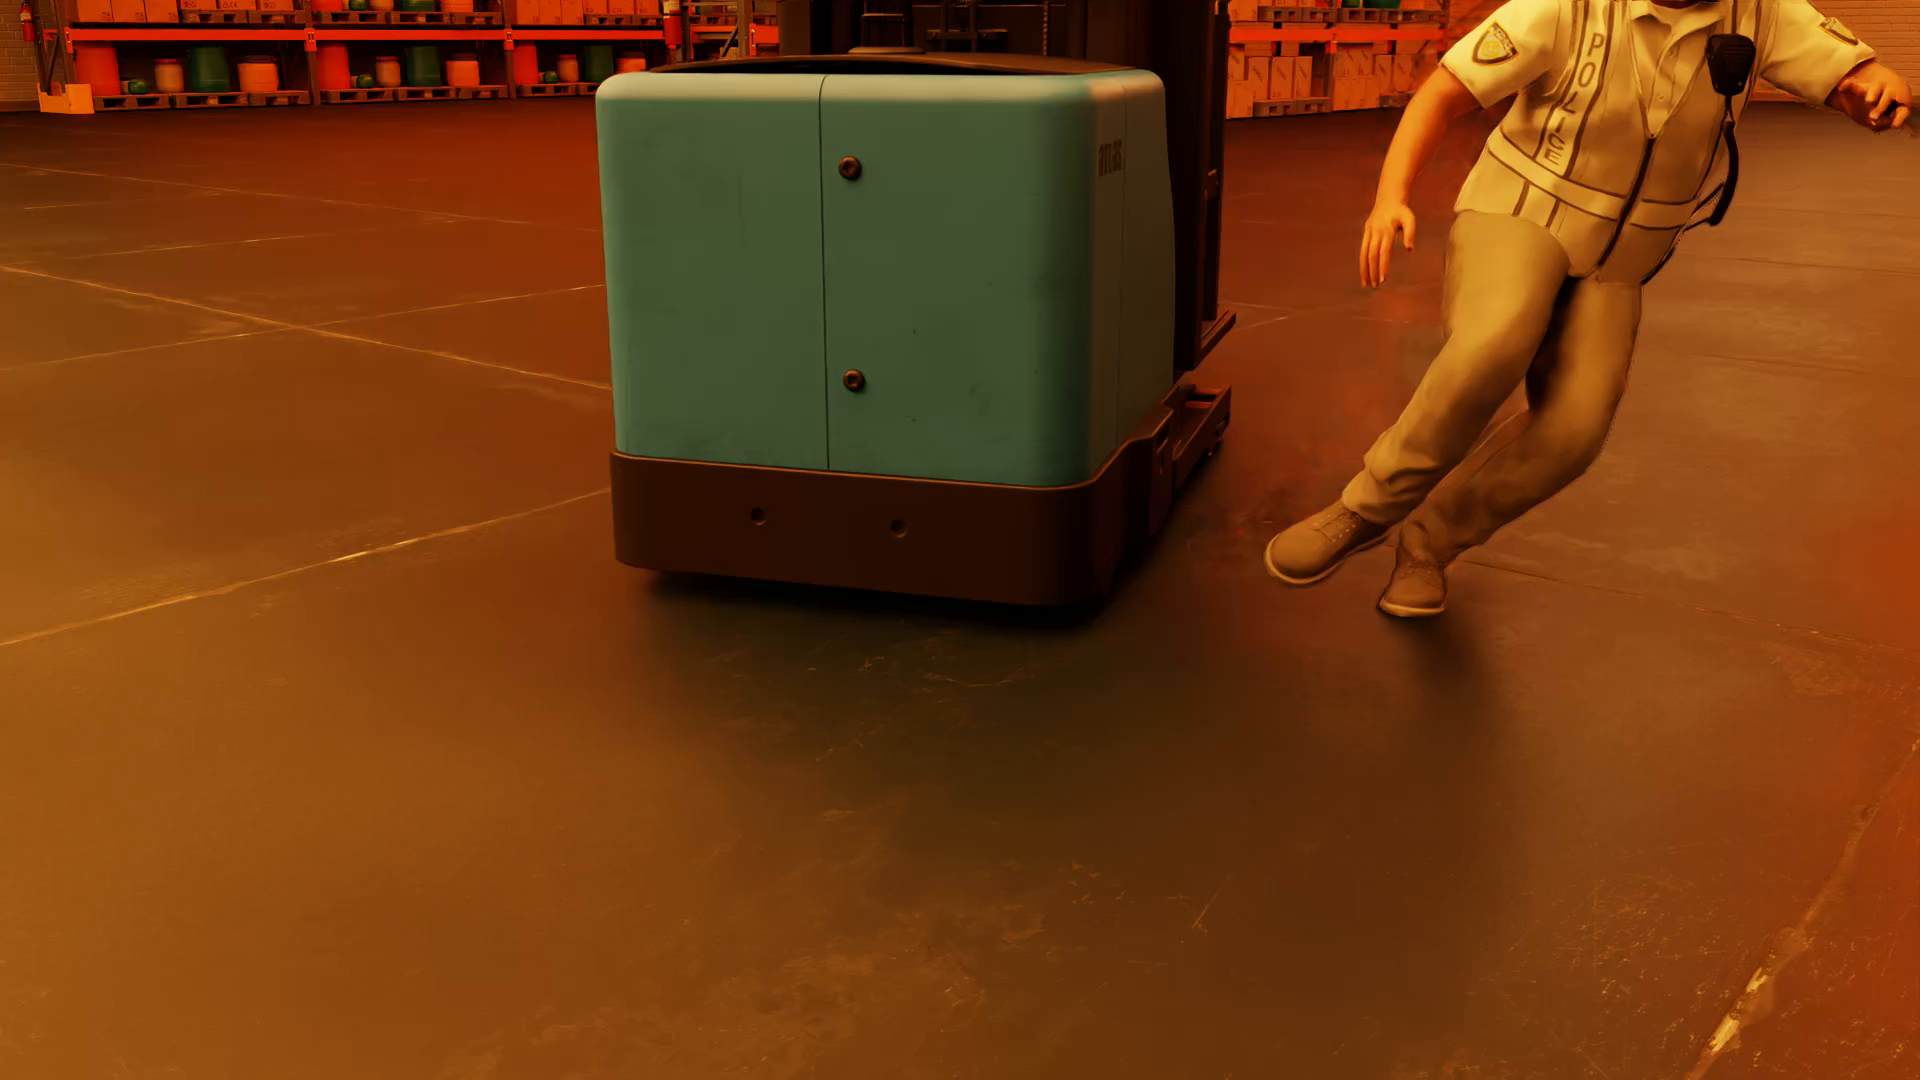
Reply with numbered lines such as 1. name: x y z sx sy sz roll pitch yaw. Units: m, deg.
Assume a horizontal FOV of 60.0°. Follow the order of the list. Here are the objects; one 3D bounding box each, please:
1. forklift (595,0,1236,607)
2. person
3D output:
1. forklift: 0.170 -1.660 4.363 1.130 2.935 3.031 5 18 16
2. person: 1.164 -0.536 3.166 1.080 1.516 0.951 -3 17 -8
